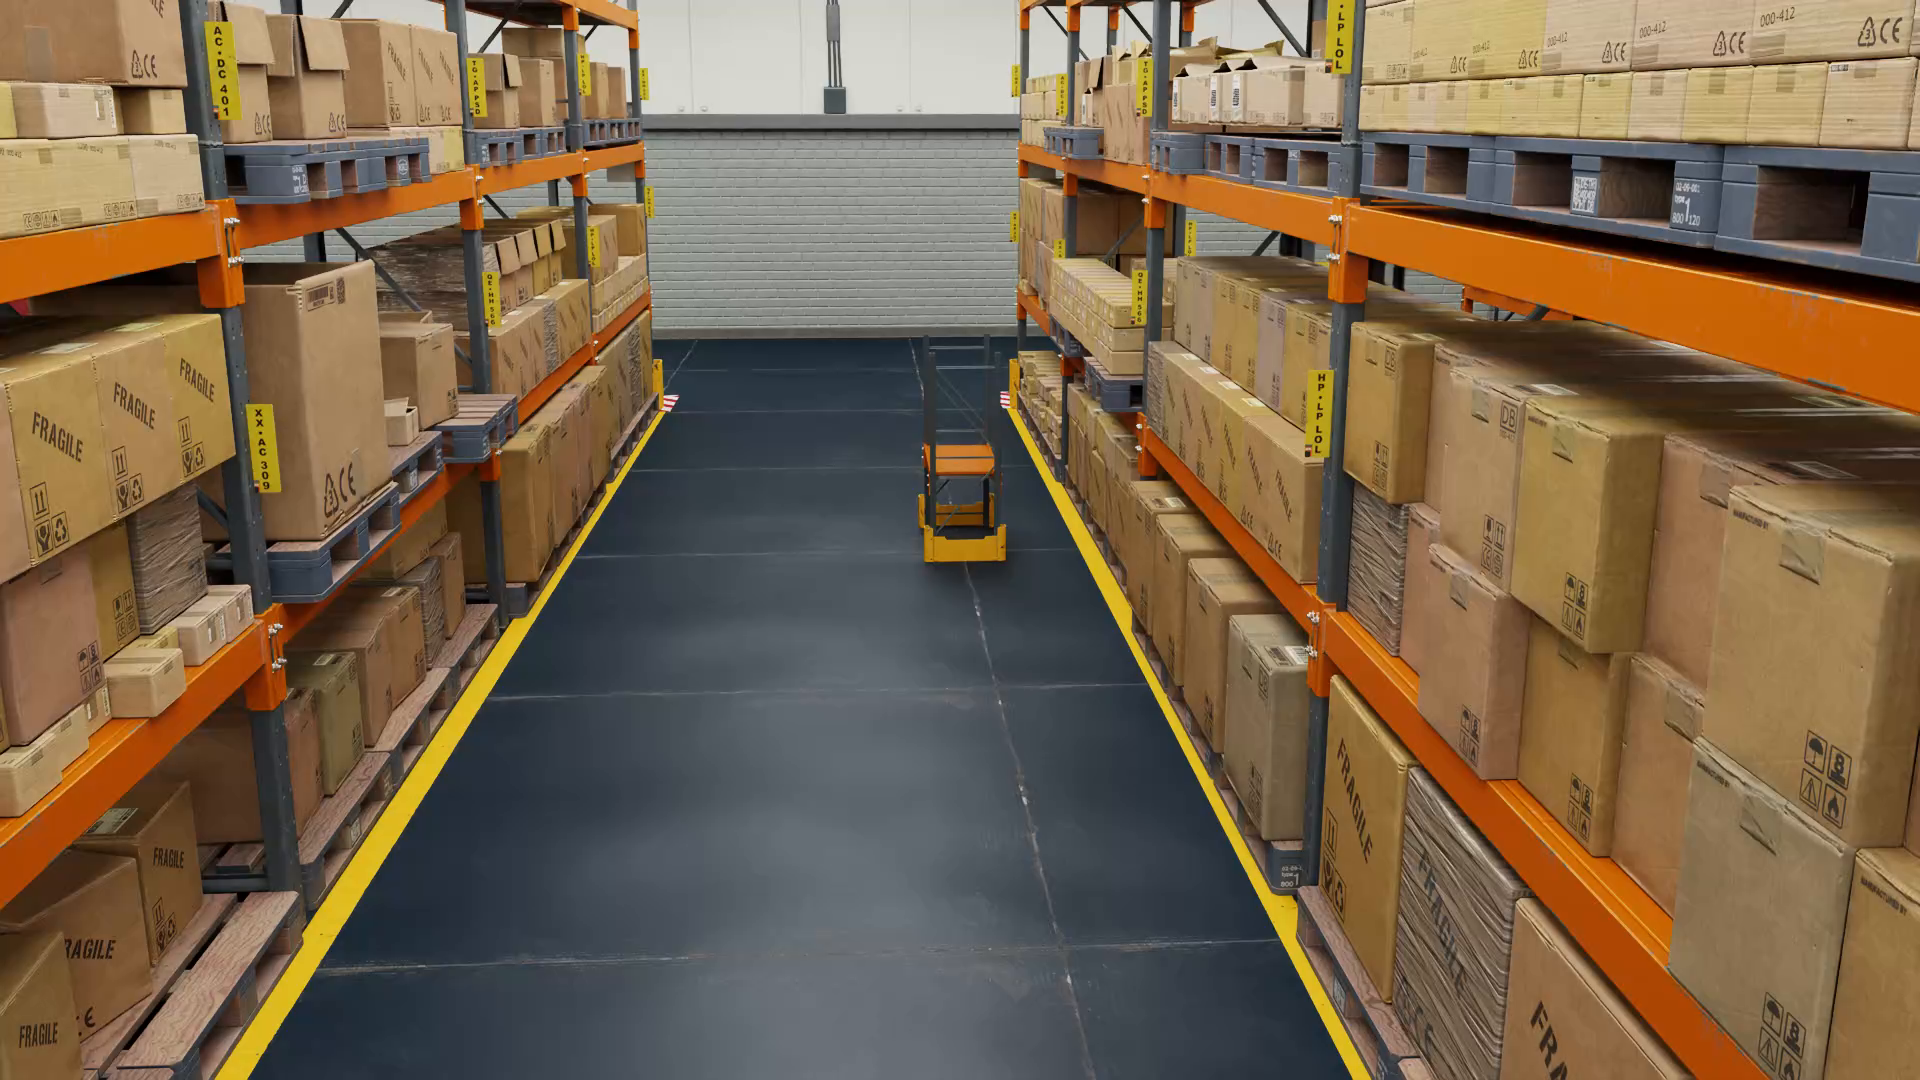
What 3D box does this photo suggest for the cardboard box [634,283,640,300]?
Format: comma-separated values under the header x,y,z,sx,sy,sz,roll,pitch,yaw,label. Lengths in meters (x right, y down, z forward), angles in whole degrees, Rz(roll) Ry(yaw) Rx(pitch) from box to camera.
x,y,z,sx,sy,sz,roll,pitch,yaw,label
-3.429,-2.493,16.700,0.380,0.149,0.250,-1,14,-2,cardboard box

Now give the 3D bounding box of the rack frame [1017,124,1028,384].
x,y,z,sx,sy,sz,roll,pitch,yaw,label
1.130,-2.939,17.929,1.000,3.000,0.127,-1,14,-3,rack frame

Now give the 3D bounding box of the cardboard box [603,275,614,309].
x,y,z,sx,sy,sz,roll,pitch,yaw,label
-3.373,-2.209,14.795,0.500,0.250,0.500,-1,14,-4,cardboard box

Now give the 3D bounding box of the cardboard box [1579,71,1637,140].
x,y,z,sx,sy,sz,roll,pitch,yaw,label
1.668,-0.999,3.832,0.380,0.149,0.250,-1,14,-3,cardboard box

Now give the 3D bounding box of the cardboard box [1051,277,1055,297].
x,y,z,sx,sy,sz,roll,pitch,yaw,label
0.943,-2.065,13.596,0.380,0.149,0.250,-1,14,-3,cardboard box

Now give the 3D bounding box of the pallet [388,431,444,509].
x,y,z,sx,sy,sz,roll,pitch,yaw,label
-3.168,-0.313,8.109,1.003,0.211,1.213,-1,14,-3,pallet

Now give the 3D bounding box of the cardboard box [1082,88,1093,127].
x,y,z,sx,sy,sz,roll,pitch,yaw,label
1.223,-3.335,12.785,0.500,0.311,0.500,-1,14,-4,cardboard box

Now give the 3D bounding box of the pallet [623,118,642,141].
x,y,z,sx,sy,sz,roll,pitch,yaw,label
-3.771,-4.113,16.650,1.003,0.211,1.213,-1,14,-3,pallet

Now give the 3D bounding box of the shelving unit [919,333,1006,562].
x,y,z,sx,sy,sz,roll,pitch,yaw,label
0.005,-0.707,12.266,0.587,1.500,1.083,-1,14,-3,shelving unit

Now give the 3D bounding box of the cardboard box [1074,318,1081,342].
x,y,z,sx,sy,sz,roll,pitch,yaw,label
1.042,-1.533,12.128,0.380,0.149,0.250,-2,15,-6,cardboard box

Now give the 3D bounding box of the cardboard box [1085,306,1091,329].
x,y,z,sx,sy,sz,roll,pitch,yaw,label
1.075,-1.547,11.583,0.380,0.149,0.250,-1,14,-4,cardboard box

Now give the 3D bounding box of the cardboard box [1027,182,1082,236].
x,y,z,sx,sy,sz,roll,pitch,yaw,label
0.940,-3.245,16.314,0.500,0.500,0.500,-1,14,-5,cardboard box

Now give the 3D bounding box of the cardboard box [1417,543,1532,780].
x,y,z,sx,sy,sz,roll,pitch,yaw,label
1.881,0.337,4.896,0.875,0.550,0.550,-1,14,-3,cardboard box

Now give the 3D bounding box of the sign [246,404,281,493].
x,y,z,sx,sy,sz,roll,pitch,yaw,label
-2.542,-0.333,6.062,0.100,0.325,0.005,-1,14,-3,sign

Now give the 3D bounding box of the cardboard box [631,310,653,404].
x,y,z,sx,sy,sz,roll,pitch,yaw,label
-3.707,-1.904,17.328,0.875,0.875,0.875,-1,14,-3,cardboard box

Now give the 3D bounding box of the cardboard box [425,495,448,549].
x,y,z,sx,sy,sz,roll,pitch,yaw,label
-3.260,-0.097,9.514,0.500,0.250,0.500,0,14,-1,cardboard box

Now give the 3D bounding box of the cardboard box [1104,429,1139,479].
x,y,z,sx,sy,sz,roll,pitch,yaw,label
1.279,-0.597,11.495,0.500,0.250,0.500,-1,14,-3,cardboard box

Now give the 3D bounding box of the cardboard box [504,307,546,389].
x,y,z,sx,sy,sz,roll,pitch,yaw,label
-3.159,-1.327,11.464,0.500,0.500,0.500,-1,14,-4,cardboard box

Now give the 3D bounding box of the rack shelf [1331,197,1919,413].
x,y,z,sx,sy,sz,roll,pitch,yaw,label
1.997,-0.561,4.113,1.077,0.370,4.000,-1,14,-3,rack shelf

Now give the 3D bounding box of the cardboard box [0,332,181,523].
x,y,z,sx,sy,sz,roll,pitch,yaw,label
-2.749,-0.348,5.054,0.500,0.500,0.500,-1,14,-3,cardboard box

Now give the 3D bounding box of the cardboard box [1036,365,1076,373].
x,y,z,sx,sy,sz,roll,pitch,yaw,label
0.954,-1.653,16.617,0.380,0.149,0.250,0,14,-1,cardboard box

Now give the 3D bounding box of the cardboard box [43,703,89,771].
x,y,z,sx,sy,sz,roll,pitch,yaw,label
-2.749,0.579,4.760,0.380,0.149,0.250,-1,14,-3,cardboard box

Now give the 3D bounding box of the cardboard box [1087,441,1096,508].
x,y,z,sx,sy,sz,roll,pitch,yaw,label
1.239,-0.487,12.575,0.500,0.500,0.500,-1,14,-2,cardboard box

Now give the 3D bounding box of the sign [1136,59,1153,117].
x,y,z,sx,sy,sz,roll,pitch,yaw,label
1.084,-2.645,9.728,0.100,0.325,0.005,-1,14,-3,sign

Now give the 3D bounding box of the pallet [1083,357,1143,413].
x,y,z,sx,sy,sz,roll,pitch,yaw,label
1.475,-1.032,10.903,1.213,0.211,1.003,-1,14,-3,pallet

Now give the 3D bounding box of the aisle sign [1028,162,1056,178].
x,y,z,sx,sy,sz,roll,pitch,yaw,label
0.826,-4.211,17.658,0.394,0.787,0.004,-1,14,-3,aisle sign

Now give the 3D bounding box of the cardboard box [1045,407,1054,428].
x,y,z,sx,sy,sz,roll,pitch,yaw,label
0.977,-1.118,15.133,0.380,0.149,0.250,-1,14,-5,cardboard box

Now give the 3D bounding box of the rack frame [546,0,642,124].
x,y,z,sx,sy,sz,roll,pitch,yaw,label
-3.827,-5.793,16.982,1.000,3.000,0.127,-1,14,-3,rack frame

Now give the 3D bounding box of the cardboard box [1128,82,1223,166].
x,y,z,sx,sy,sz,roll,pitch,yaw,label
1.336,-2.589,10.347,0.500,0.500,0.500,-1,14,-3,cardboard box

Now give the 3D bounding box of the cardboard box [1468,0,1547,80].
x,y,z,sx,sy,sz,roll,pitch,yaw,label
1.689,-1.354,4.408,0.500,0.250,0.500,-1,14,-4,cardboard box

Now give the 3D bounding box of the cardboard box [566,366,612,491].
x,y,z,sx,sy,sz,roll,pitch,yaw,label
-3.520,-0.908,13.458,1.225,0.875,0.875,-1,14,-3,cardboard box

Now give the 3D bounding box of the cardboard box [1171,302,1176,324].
x,y,z,sx,sy,sz,roll,pitch,yaw,label
1.715,-1.619,11.862,0.380,0.149,0.250,-1,14,-4,cardboard box

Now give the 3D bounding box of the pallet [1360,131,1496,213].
x,y,z,sx,sy,sz,roll,pitch,yaw,label
1.913,-1.161,5.176,1.003,0.211,1.213,-1,14,-3,pallet

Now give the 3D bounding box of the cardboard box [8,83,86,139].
x,y,z,sx,sy,sz,roll,pitch,yaw,label
-2.705,-1.203,4.662,0.380,0.149,0.250,-1,14,-5,cardboard box

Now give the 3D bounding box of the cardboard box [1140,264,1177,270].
x,y,z,sx,sy,sz,roll,pitch,yaw,label
1.629,-2.086,13.082,0.380,0.149,0.250,-1,14,-5,cardboard box

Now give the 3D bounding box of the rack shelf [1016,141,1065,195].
x,y,z,sx,sy,sz,roll,pitch,yaw,label
1.254,-3.546,15.712,1.077,0.370,4.000,-1,14,-3,rack shelf

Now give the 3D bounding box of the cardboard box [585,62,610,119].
x,y,z,sx,sy,sz,roll,pitch,yaw,label
-3.607,-4.105,15.199,0.700,0.500,0.500,0,14,-1,cardboard box

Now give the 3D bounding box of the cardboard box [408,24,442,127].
x,y,z,sx,sy,sz,roll,pitch,yaw,label
-3.010,-2.399,8.607,0.500,0.500,0.500,-1,14,-4,cardboard box

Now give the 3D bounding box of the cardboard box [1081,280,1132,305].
x,y,z,sx,sy,sz,roll,pitch,yaw,label
1.060,-1.756,11.798,0.380,0.149,0.250,0,14,-1,cardboard box

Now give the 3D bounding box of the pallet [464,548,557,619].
x,y,z,sx,sy,sz,roll,pitch,yaw,label
-3.305,0.255,11.111,1.003,0.211,1.213,-1,14,-3,pallet

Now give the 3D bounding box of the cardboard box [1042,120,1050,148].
x,y,z,sx,sy,sz,roll,pitch,yaw,label
1.026,-3.693,15.140,0.500,0.250,0.500,-1,14,-4,cardboard box

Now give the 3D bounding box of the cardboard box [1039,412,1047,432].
x,y,z,sx,sy,sz,roll,pitch,yaw,label
0.949,-1.117,15.725,0.380,0.149,0.250,-1,14,-4,cardboard box

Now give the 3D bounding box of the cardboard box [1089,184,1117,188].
x,y,z,sx,sy,sz,roll,pitch,yaw,label
1.515,-3.119,15.825,0.500,0.500,0.500,-1,14,-5,cardboard box

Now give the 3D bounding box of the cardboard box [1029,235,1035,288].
x,y,z,sx,sy,sz,roll,pitch,yaw,label
0.958,-2.761,16.439,0.500,0.500,0.500,-1,14,-3,cardboard box

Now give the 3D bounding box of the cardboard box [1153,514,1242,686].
x,y,z,sx,sy,sz,roll,pitch,yaw,label
1.631,0.307,8.986,1.050,0.750,0.750,-1,14,-3,cardboard box

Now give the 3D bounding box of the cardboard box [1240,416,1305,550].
x,y,z,sx,sy,sz,roll,pitch,yaw,label
1.543,-0.254,7.294,0.500,0.500,0.500,-1,14,-4,cardboard box

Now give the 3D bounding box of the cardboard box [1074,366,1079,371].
x,y,z,sx,sy,sz,roll,pitch,yaw,label
1.374,-1.859,17.415,0.380,0.149,0.250,-1,14,-2,cardboard box

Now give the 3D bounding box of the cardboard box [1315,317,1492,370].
x,y,z,sx,sy,sz,roll,pitch,yaw,label
1.837,-0.611,6.673,0.700,0.500,0.500,-1,14,-4,cardboard box

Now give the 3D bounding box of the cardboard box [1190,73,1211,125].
x,y,z,sx,sy,sz,roll,pitch,yaw,label
1.482,-2.273,8.579,0.500,0.250,0.500,0,14,-2,cardboard box

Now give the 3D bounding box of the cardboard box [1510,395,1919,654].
x,y,z,sx,sy,sz,roll,pitch,yaw,label
1.949,-0.055,4.251,0.875,0.550,0.500,-1,14,-3,cardboard box

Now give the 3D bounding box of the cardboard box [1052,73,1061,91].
x,y,z,sx,sy,sz,roll,pitch,yaw,label
1.002,-3.959,14.370,0.380,0.149,0.250,-1,14,-4,cardboard box

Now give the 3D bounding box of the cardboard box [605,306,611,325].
x,y,z,sx,sy,sz,roll,pitch,yaw,label
-3.299,-1.981,14.709,0.380,0.149,0.250,0,14,-2,cardboard box

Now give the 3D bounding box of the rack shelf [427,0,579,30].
x,y,z,sx,sy,sz,roll,pitch,yaw,label
-3.455,-3.759,11.322,1.077,0.370,4.000,-1,14,-3,rack shelf

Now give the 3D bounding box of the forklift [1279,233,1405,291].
x,y,z,sx,sy,sz,roll,pitch,yaw,label
3.290,-1.903,14.042,1.130,2.935,3.031,-2,15,-6,forklift

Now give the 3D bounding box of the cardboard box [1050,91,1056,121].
x,y,z,sx,sy,sz,roll,pitch,yaw,label
1.075,-3.807,14.580,0.500,0.250,0.500,-1,15,-6,cardboard box

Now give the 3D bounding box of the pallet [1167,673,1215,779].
x,y,z,sx,sy,sz,roll,pitch,yaw,label
1.672,0.901,8.601,1.003,0.211,1.213,-1,14,-3,pallet

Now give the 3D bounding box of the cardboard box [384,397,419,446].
x,y,z,sx,sy,sz,roll,pitch,yaw,label
-2.958,-0.626,8.365,0.396,0.266,0.258,-1,14,-5,cardboard box
